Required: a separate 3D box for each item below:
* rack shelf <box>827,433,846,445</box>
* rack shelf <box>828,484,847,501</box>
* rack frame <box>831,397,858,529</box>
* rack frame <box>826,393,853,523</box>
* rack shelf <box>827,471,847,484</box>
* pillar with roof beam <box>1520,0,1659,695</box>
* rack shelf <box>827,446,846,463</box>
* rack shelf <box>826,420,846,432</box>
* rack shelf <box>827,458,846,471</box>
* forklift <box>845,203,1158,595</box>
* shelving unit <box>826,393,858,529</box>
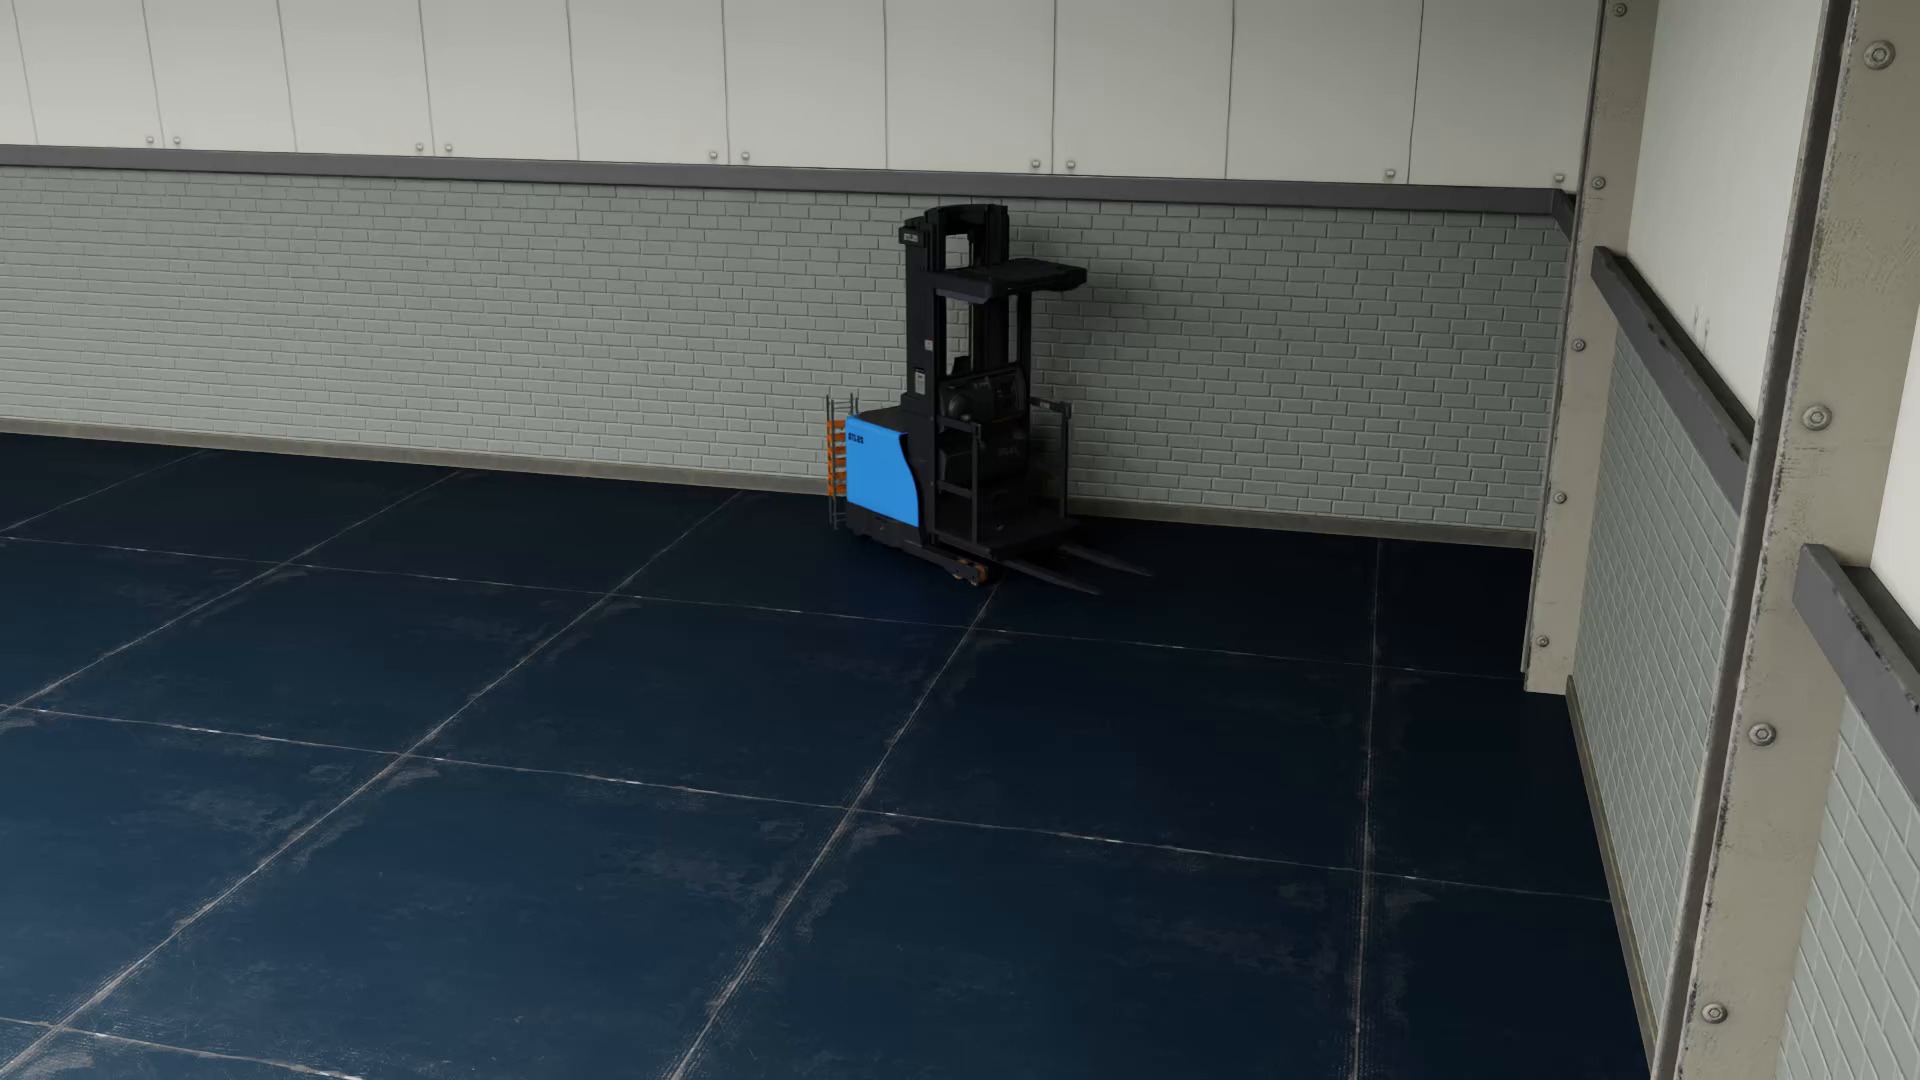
[{"bbox_3d":[-1.044,-0.889,14.830,0.258,0.103,0.180,-6,20,-17],"label":"rack shelf"},{"bbox_3d":[-1.044,-0.435,14.986,0.258,0.103,0.180,-6,20,-17],"label":"rack shelf"},{"bbox_3d":[-1.016,-0.676,14.811,0.240,1.200,0.006,-6,20,-17],"label":"rack frame"},{"bbox_3d":[-1.072,-0.733,14.976,0.240,1.200,0.006,-6,20,-17],"label":"rack frame"},{"bbox_3d":[-1.044,-0.549,14.947,0.258,0.103,0.180,-6,20,-17],"label":"rack shelf"},{"bbox_3d":[-0.039,-3.595,11.291,9.100,9.000,0.400,5,19,13],"label":"pillar with roof beam"},{"bbox_3d":[-1.044,-0.776,14.869,0.258,0.103,0.180,-6,20,-17],"label":"rack shelf"},{"bbox_3d":[-1.044,-1.003,14.792,0.258,0.103,0.180,-6,20,-17],"label":"rack shelf"},{"bbox_3d":[-1.044,-0.662,14.908,0.258,0.103,0.180,-6,20,-17],"label":"rack shelf"},{"bbox_3d":[0.327,-1.198,13.660,1.130,2.935,3.031,-16,24,-38],"label":"forklift"},{"bbox_3d":[-1.044,-0.704,14.894,0.258,1.200,0.189,-6,20,-17],"label":"shelving unit"}]
